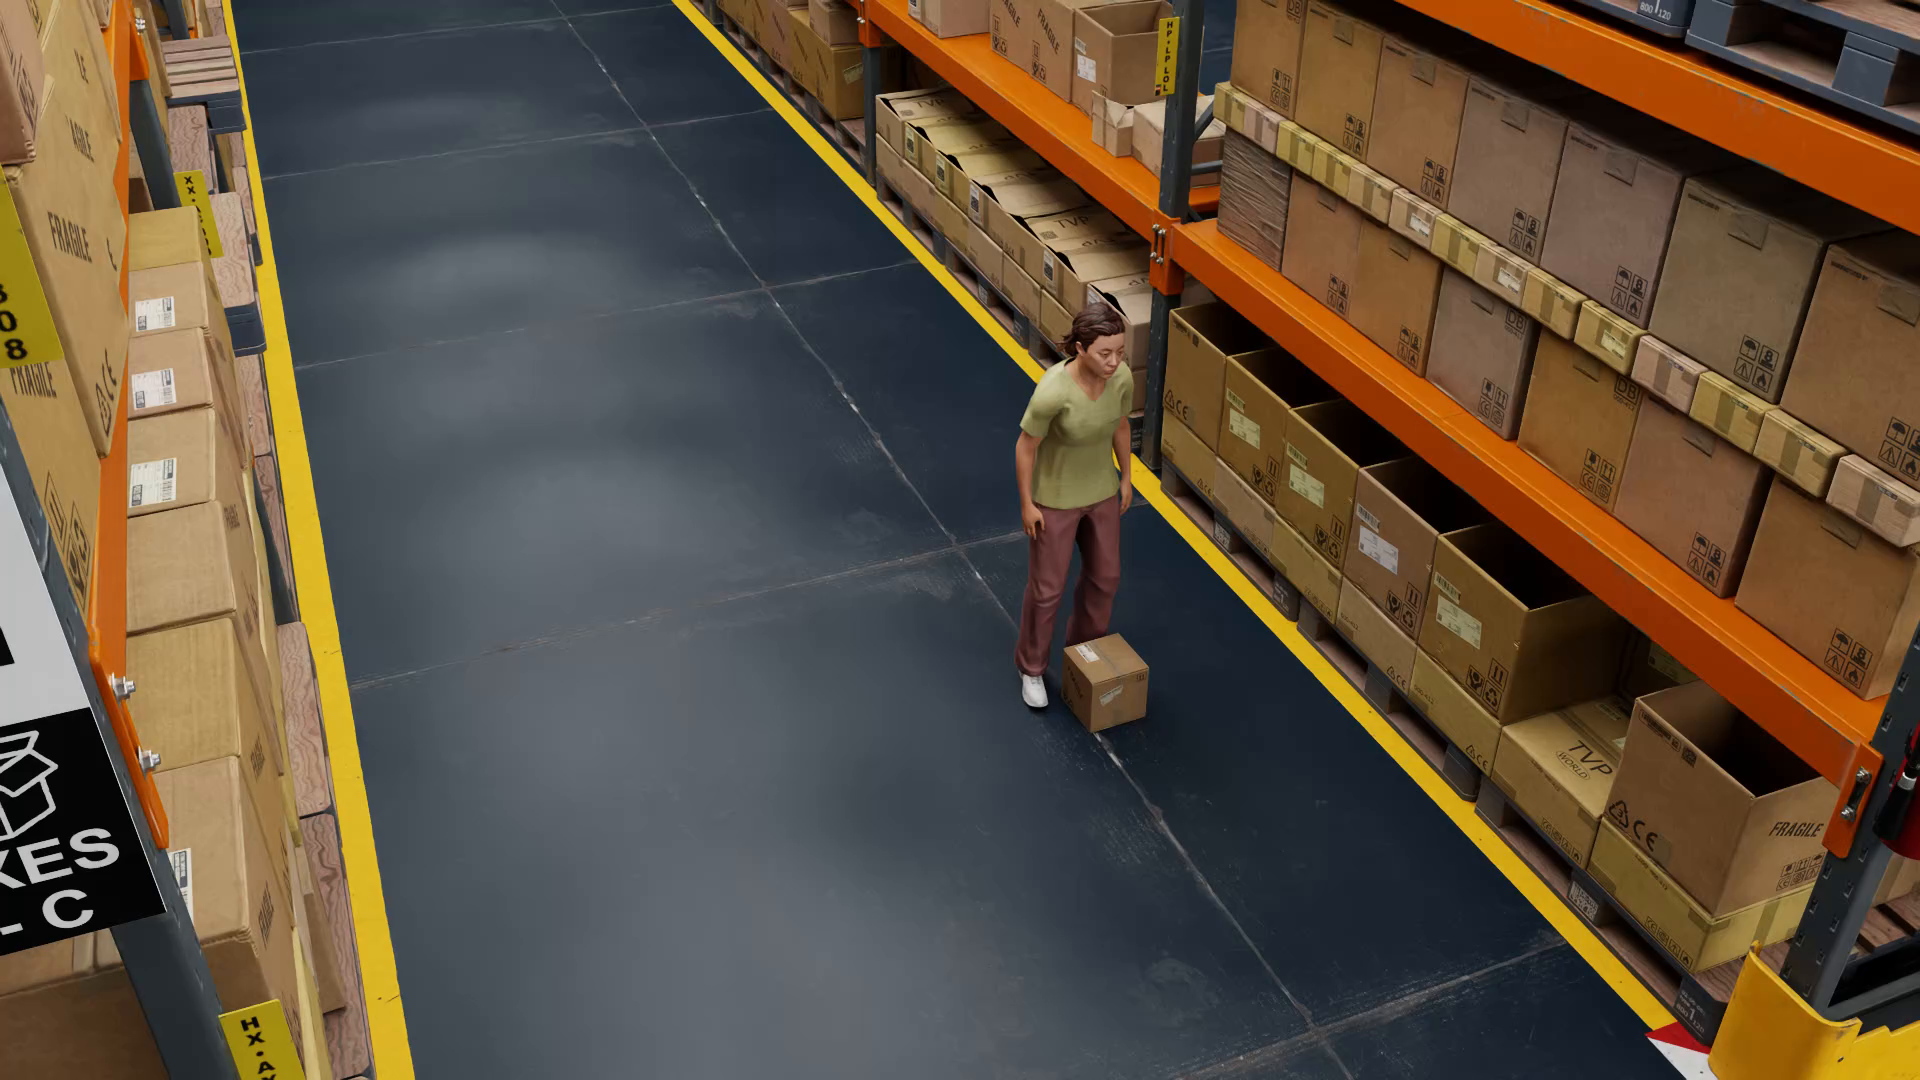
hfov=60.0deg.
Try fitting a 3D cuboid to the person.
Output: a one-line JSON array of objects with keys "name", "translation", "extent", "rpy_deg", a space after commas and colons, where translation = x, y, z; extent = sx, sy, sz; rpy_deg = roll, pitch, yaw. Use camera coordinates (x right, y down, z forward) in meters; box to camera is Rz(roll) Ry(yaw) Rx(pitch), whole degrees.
[{"name": "person", "translation": [0.450, -0.149, 6.368], "extent": [0.519, 1.671, 0.362], "rpy_deg": [-16, 37, -22]}]
